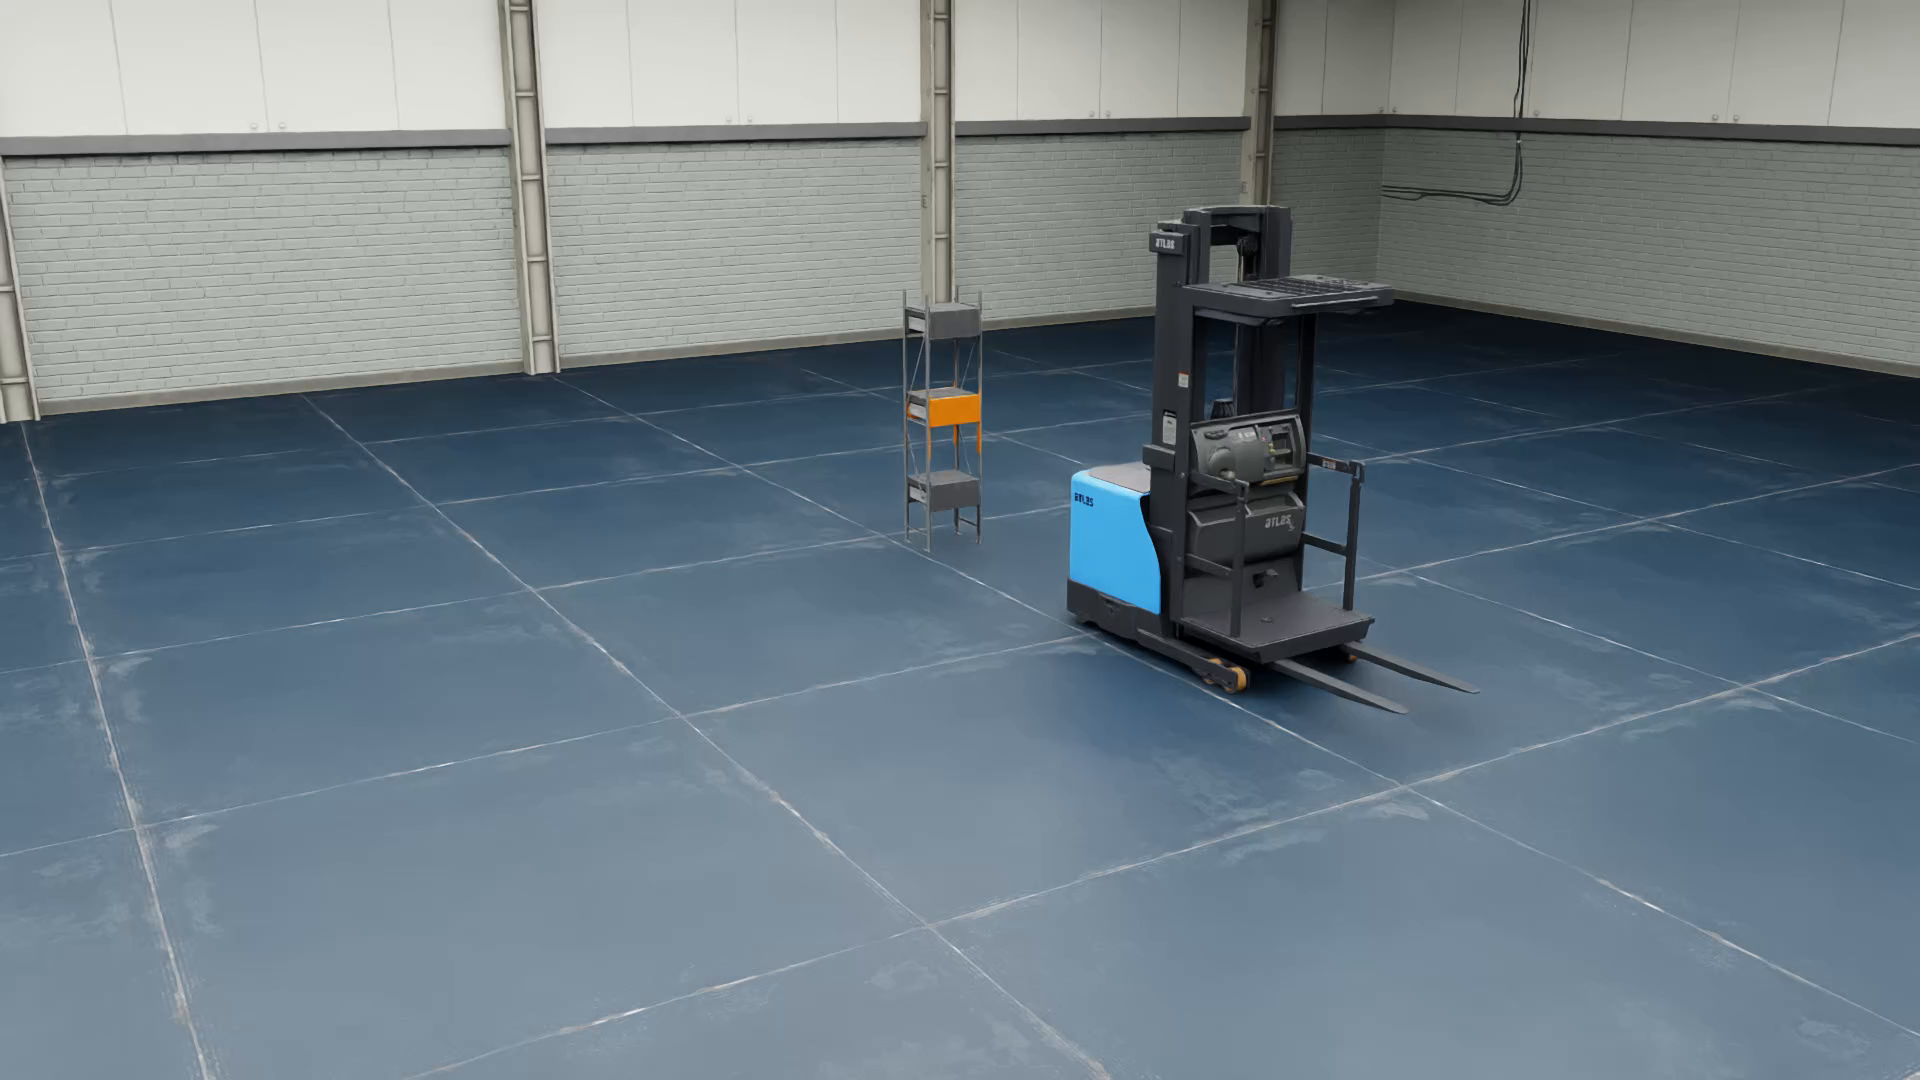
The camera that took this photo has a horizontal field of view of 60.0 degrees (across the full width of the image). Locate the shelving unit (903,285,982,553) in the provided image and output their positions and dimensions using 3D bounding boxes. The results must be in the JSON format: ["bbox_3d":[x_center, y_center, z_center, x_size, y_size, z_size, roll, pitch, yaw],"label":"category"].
[{"bbox_3d":[-0.142,-0.988,13.544,0.503,2.100,0.431,-9,18,-30],"label":"shelving unit"}]

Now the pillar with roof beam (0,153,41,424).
[{"bbox_3d":[-8.388,-4.697,13.995,0.400,9.000,9.100,-9,18,-30],"label":"pillar with roof beam"}]

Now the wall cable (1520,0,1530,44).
[{"bbox_3d":[9.423,-8.610,24.348,0.112,2.526,3.097,-9,18,-30],"label":"wall cable"}]

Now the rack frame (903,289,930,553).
[{"bbox_3d":[-0.351,-0.954,13.423,0.015,2.100,0.400,-9,18,-30],"label":"rack frame"}]

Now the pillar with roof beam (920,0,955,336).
[{"bbox_3d":[1.898,-6.365,19.946,0.400,9.000,9.100,-9,18,-30],"label":"pillar with roof beam"}]

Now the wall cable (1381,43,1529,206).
[{"bbox_3d":[8.030,-6.804,27.263,0.112,2.526,3.097,-9,18,-30],"label":"wall cable"}]

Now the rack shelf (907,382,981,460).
[{"bbox_3d":[-0.142,-0.975,13.548,0.480,0.518,0.431,-9,18,-30],"label":"rack shelf"}]

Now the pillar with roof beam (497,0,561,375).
[{"bbox_3d":[-3.245,-5.531,16.970,0.400,9.000,9.100,-9,18,-30],"label":"pillar with roof beam"}]

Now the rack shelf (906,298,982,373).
[{"bbox_3d":[-0.142,-1.649,13.359,0.480,0.518,0.431,-9,18,-30],"label":"rack shelf"}]

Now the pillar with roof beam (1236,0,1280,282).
[{"bbox_3d":[7.041,-7.199,22.921,0.400,9.000,9.100,-9,18,-30],"label":"pillar with roof beam"}]

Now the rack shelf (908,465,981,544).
[{"bbox_3d":[-0.142,-0.301,13.737,0.480,0.518,0.431,-9,18,-30],"label":"rack shelf"}]

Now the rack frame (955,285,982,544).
[{"bbox_3d":[0.067,-1.022,13.665,0.015,2.100,0.400,-9,18,-30],"label":"rack frame"}]

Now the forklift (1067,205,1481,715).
[{"bbox_3d":[1.989,-0.592,10.590,1.130,2.935,3.031,-10,19,-32],"label":"forklift"}]
